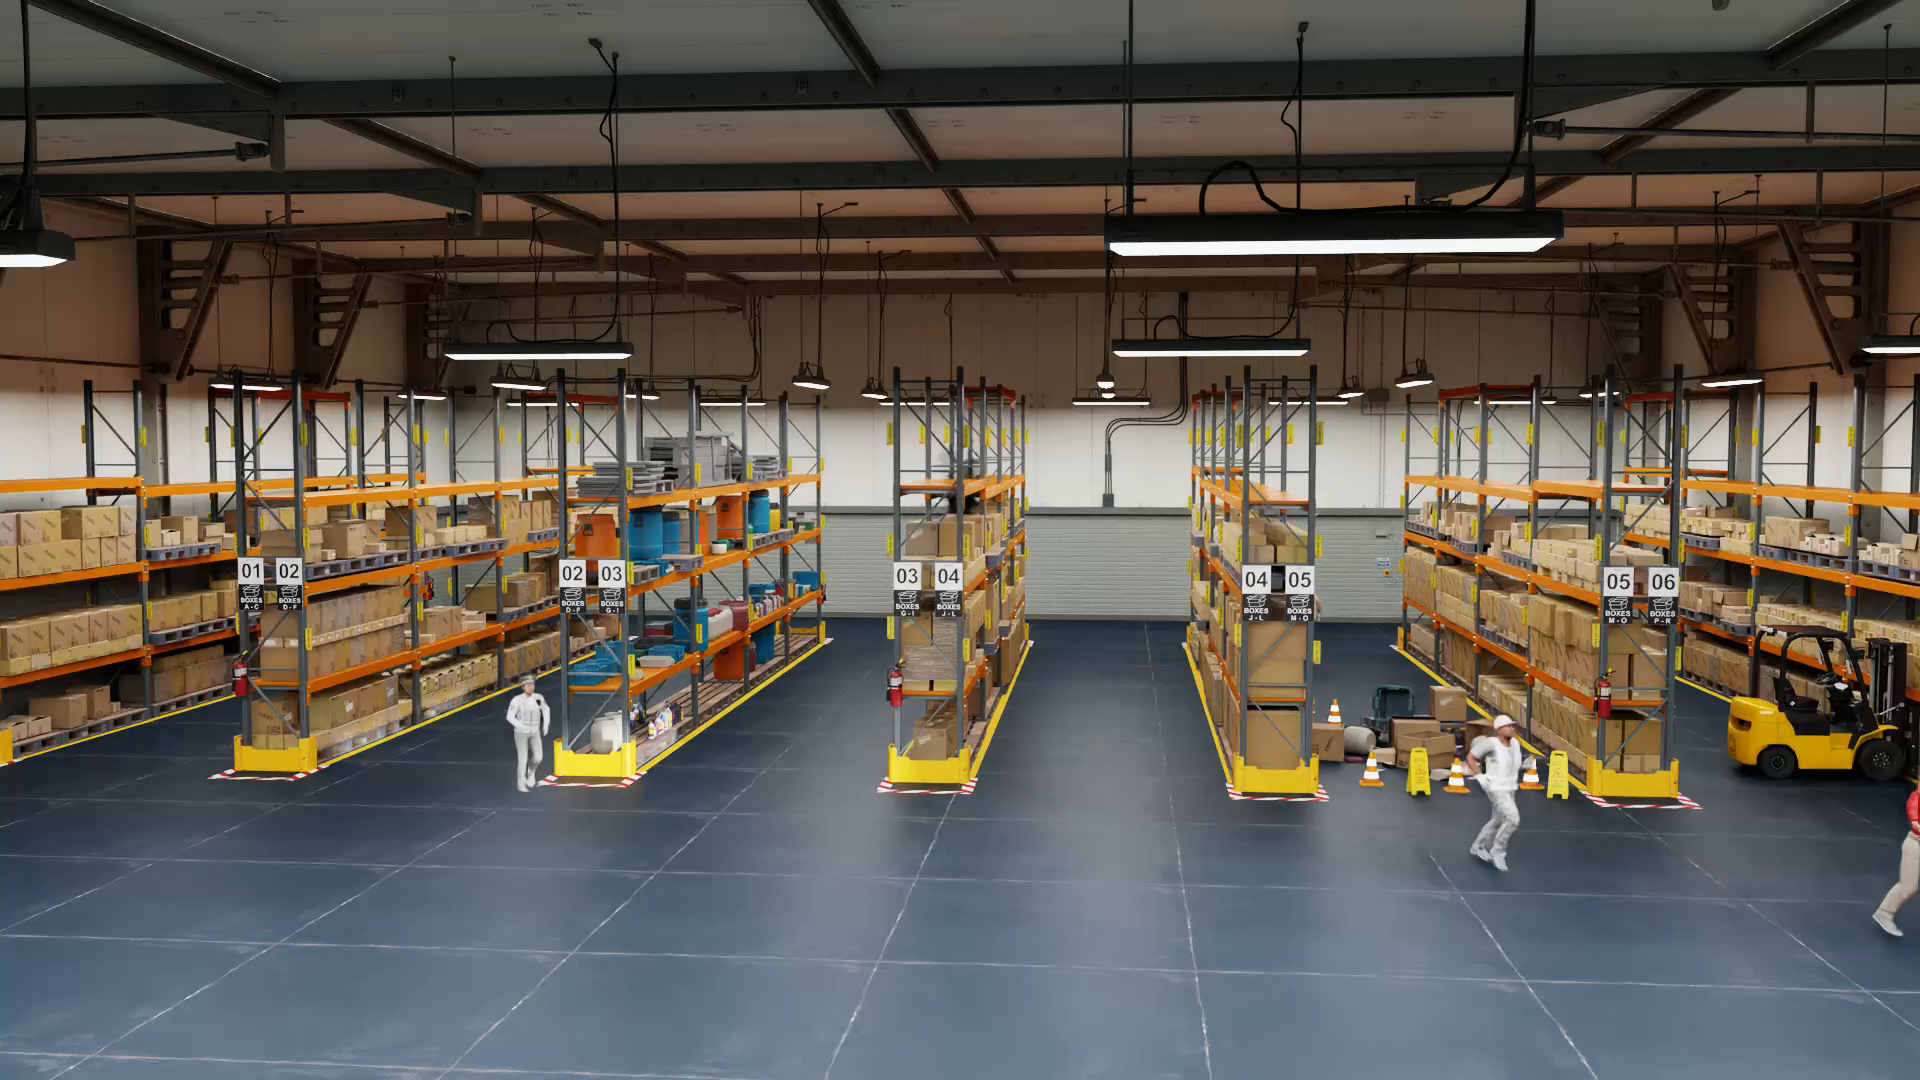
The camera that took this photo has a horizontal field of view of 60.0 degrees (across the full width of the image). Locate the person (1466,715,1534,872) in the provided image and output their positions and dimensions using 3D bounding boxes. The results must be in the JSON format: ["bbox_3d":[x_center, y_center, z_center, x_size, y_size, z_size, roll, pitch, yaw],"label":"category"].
[{"bbox_3d":[6.285,2.928,19.357,0.660,1.802,0.752,-3,5,-38],"label":"person"}]

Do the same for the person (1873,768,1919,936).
[{"bbox_3d":[9.511,3.124,16.440,0.652,1.812,0.832,-3,4,-35],"label":"person"}]

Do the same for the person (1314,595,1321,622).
[{"bbox_3d":[7.641,1.787,36.879,0.661,1.769,0.955,0,4,2],"label":"person"}]

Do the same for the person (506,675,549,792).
[{"bbox_3d":[-6.042,2.720,23.404,0.658,1.655,0.518,-2,4,-32],"label":"person"}]
